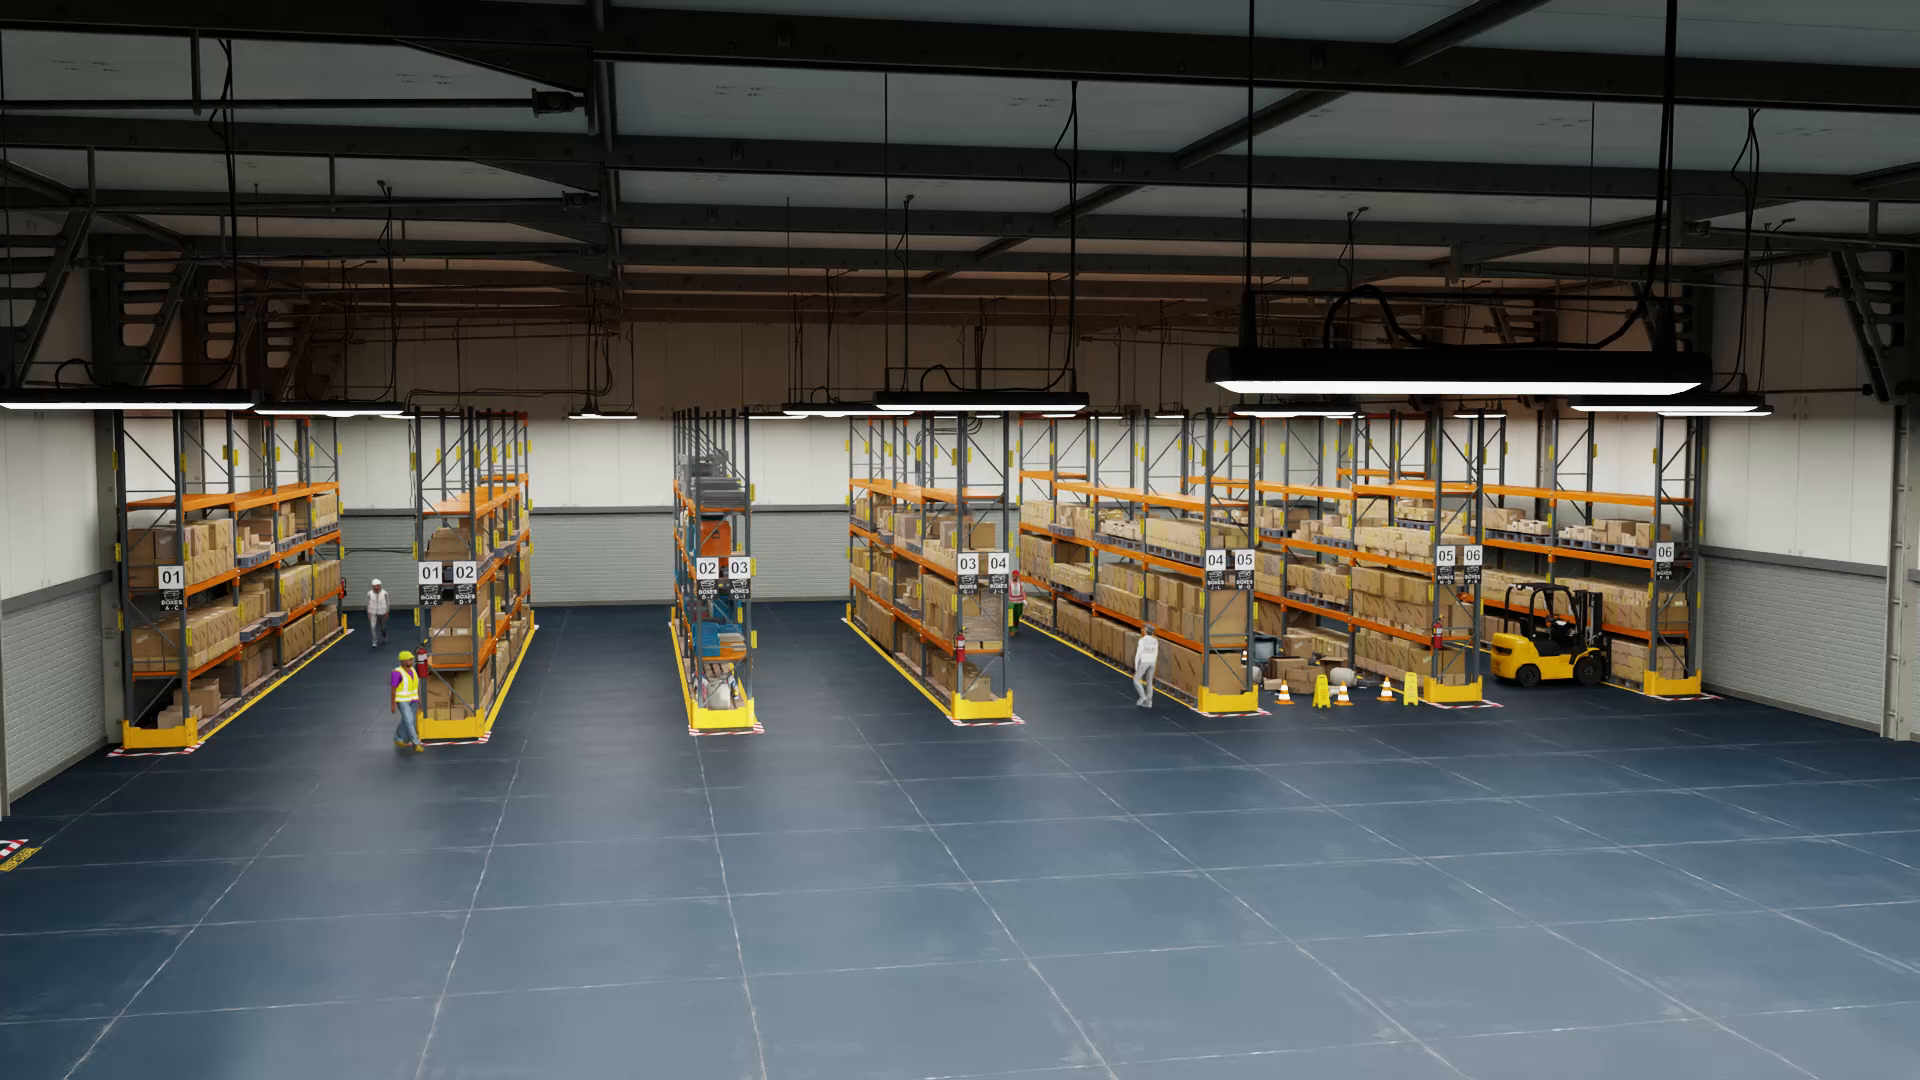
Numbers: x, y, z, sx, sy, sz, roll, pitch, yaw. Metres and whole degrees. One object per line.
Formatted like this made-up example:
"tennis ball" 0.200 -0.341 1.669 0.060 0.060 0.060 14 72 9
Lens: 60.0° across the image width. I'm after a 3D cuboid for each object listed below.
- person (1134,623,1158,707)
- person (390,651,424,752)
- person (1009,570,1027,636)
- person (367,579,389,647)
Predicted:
"person" 3.742 2.509 33.338 0.551 1.672 0.491 -2 4 -23
"person" -9.555 2.782 28.869 1.009 1.704 0.611 3 5 33
"person" 1.500 1.667 44.423 0.552 1.719 1.054 -1 4 -9
"person" -14.827 1.840 42.383 0.546 1.733 0.948 -1 4 -14
